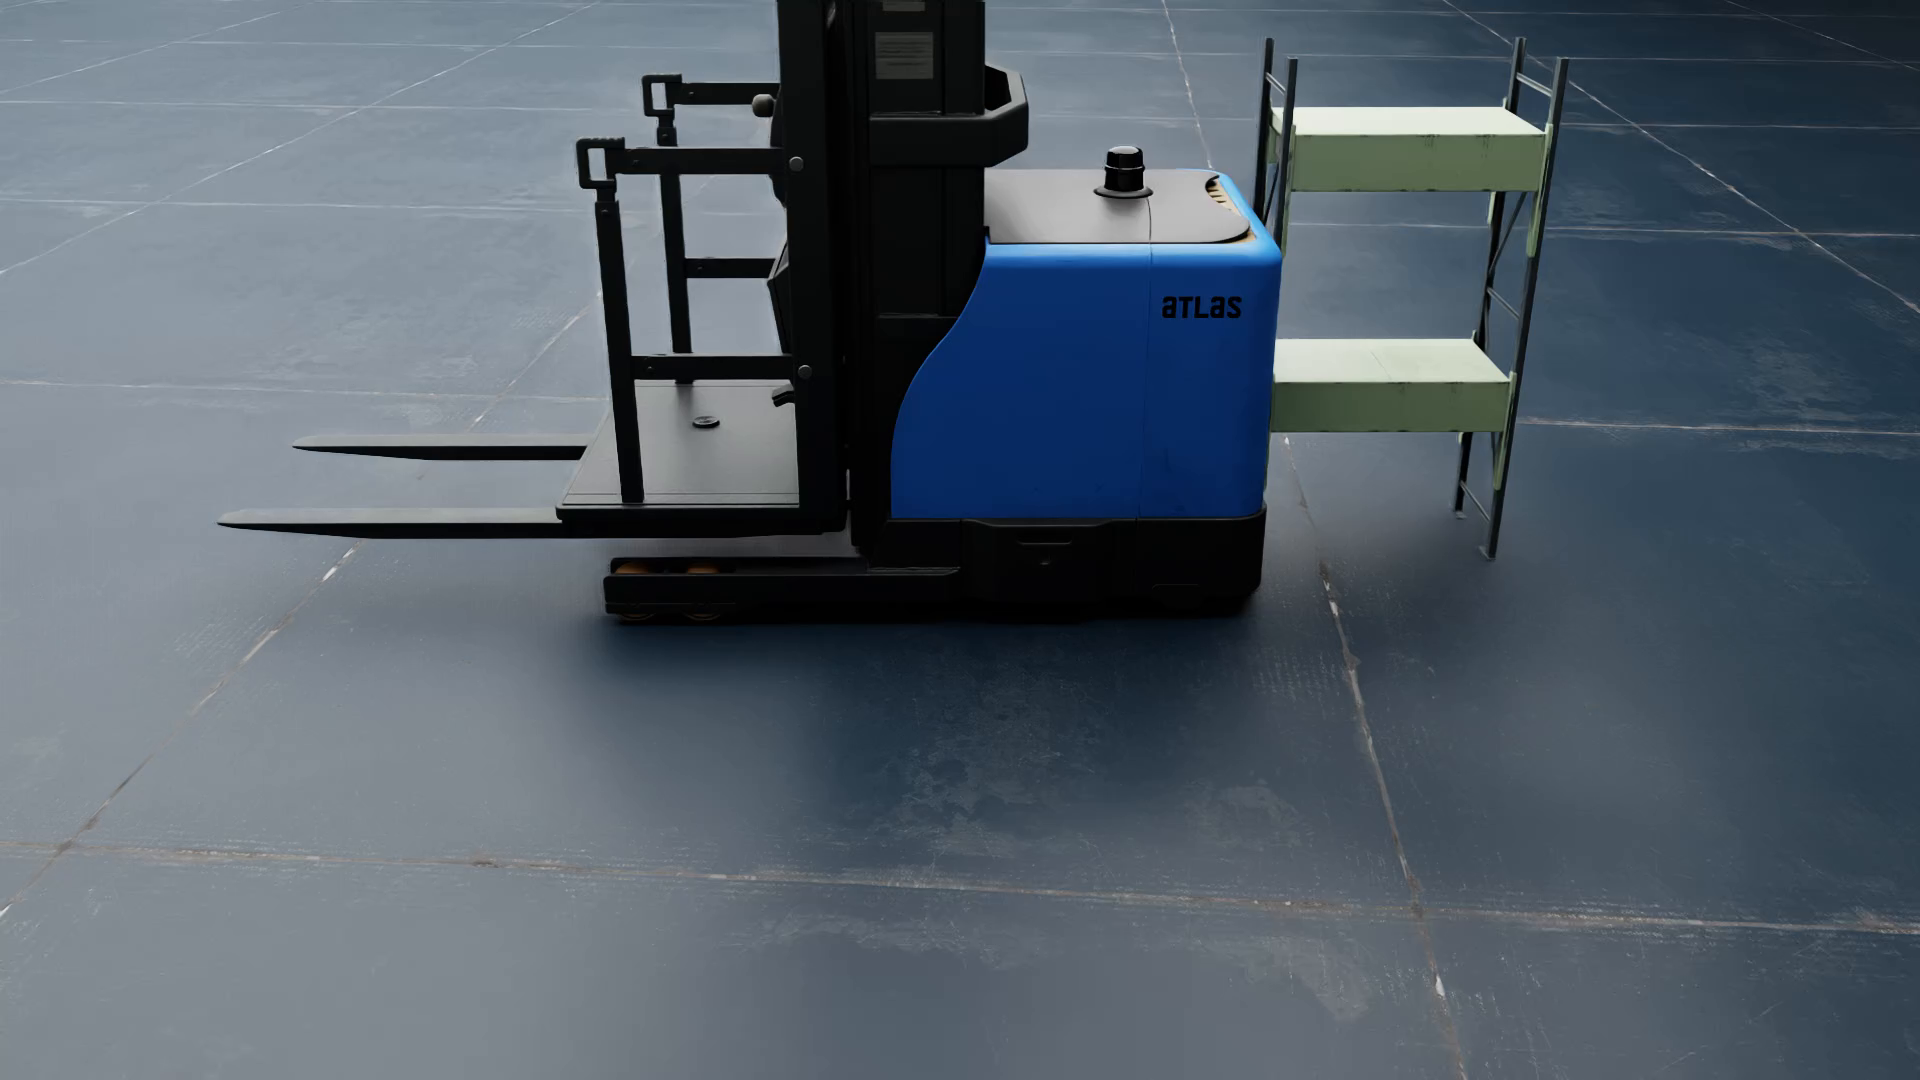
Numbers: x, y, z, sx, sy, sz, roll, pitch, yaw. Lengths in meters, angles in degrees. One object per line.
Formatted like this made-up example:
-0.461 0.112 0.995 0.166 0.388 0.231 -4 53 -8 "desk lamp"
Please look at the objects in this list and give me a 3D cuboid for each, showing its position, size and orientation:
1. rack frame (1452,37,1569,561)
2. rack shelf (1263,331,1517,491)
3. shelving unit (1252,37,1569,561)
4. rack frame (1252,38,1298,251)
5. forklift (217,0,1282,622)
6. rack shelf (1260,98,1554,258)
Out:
1.631 -0.700 4.976 0.023 1.500 0.400 0 25 0 "rack frame"
1.265 -0.403 5.110 0.720 0.370 0.431 0 25 0 "rack shelf"
1.265 -0.699 4.974 0.755 1.500 0.431 0 25 0 "shelving unit"
0.899 -0.698 4.972 0.023 1.500 0.400 0 25 0 "rack frame"
-0.647 -1.321 4.615 3.031 2.935 1.130 0 25 0 "forklift"
1.265 -1.053 4.811 0.720 0.370 0.431 0 25 0 "rack shelf"
